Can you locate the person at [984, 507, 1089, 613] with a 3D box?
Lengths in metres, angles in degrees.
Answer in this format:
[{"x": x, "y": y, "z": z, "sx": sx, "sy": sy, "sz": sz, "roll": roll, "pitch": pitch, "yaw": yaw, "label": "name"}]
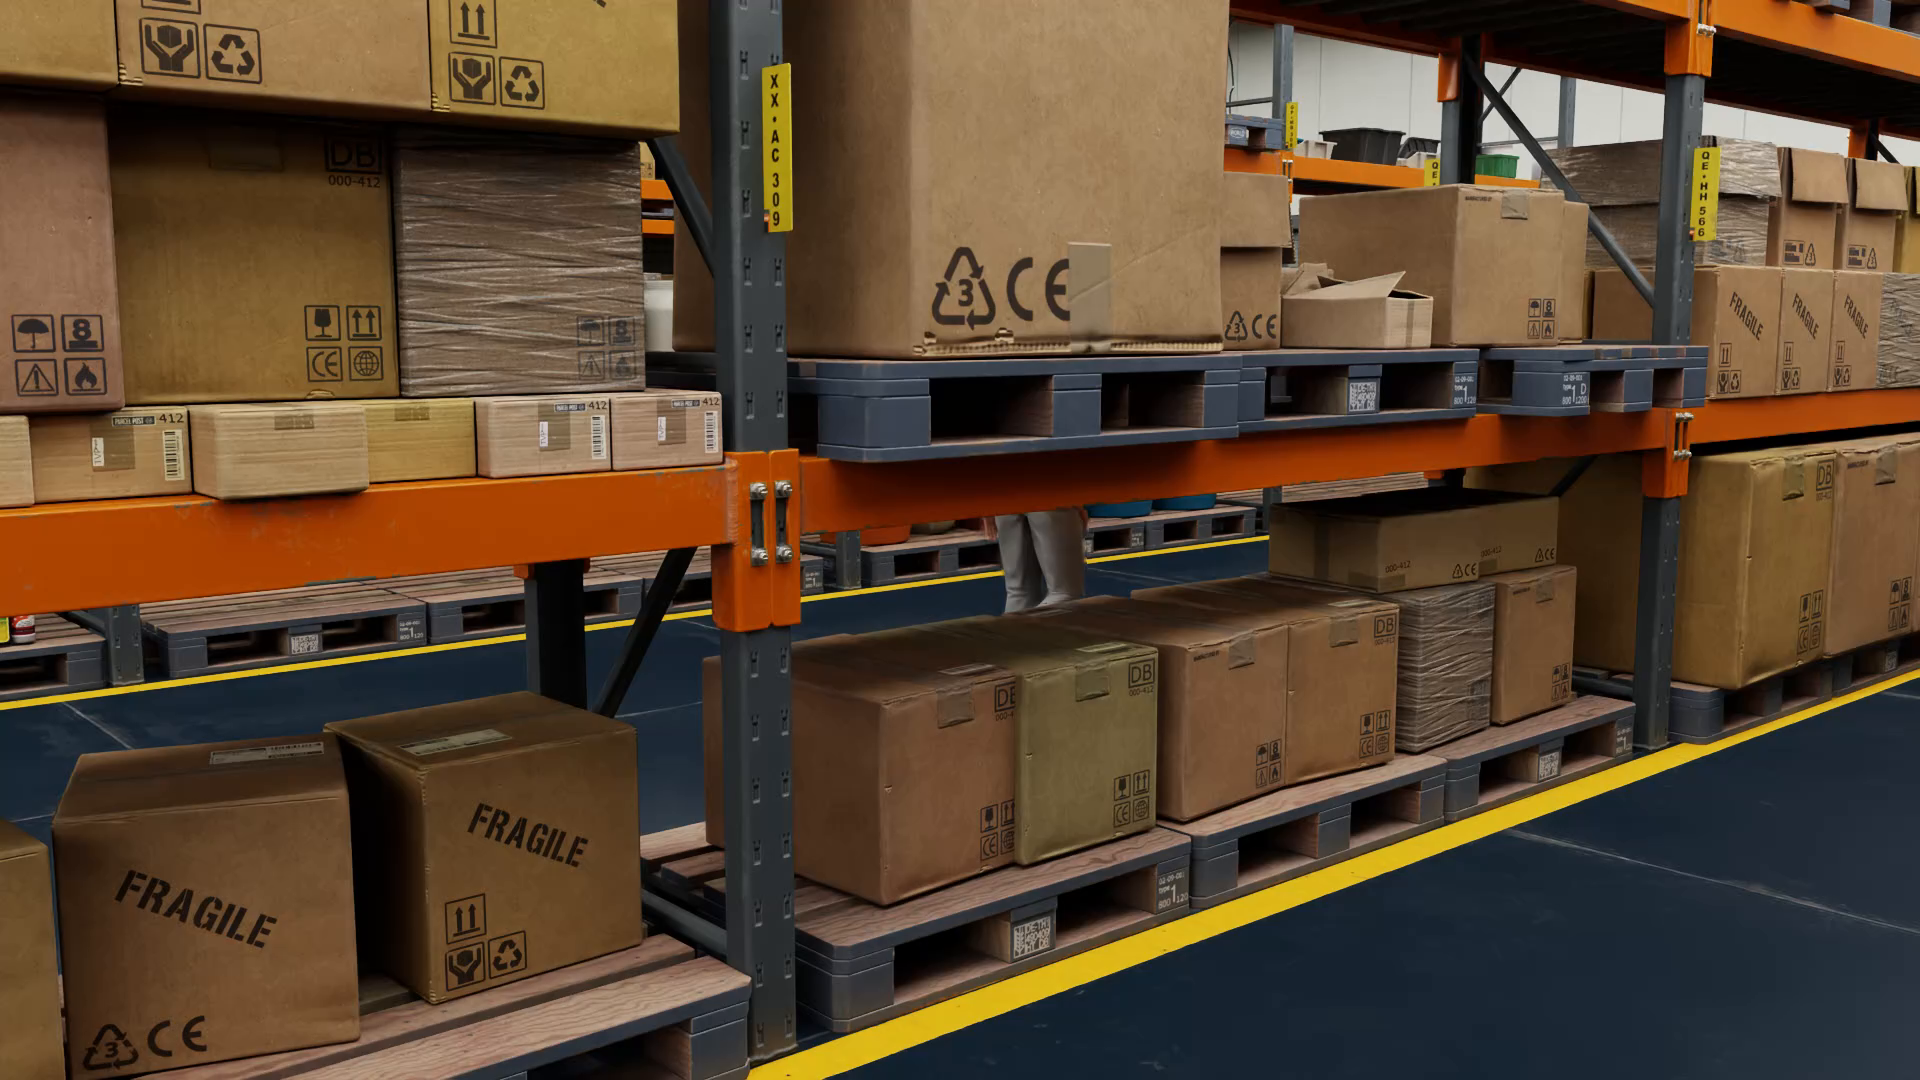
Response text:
[{"x": 0.284, "y": -0.115, "z": 6.576, "sx": 0.461, "sy": 1.675, "sz": 0.522, "roll": 5, "pitch": 9, "yaw": 35, "label": "person"}]
